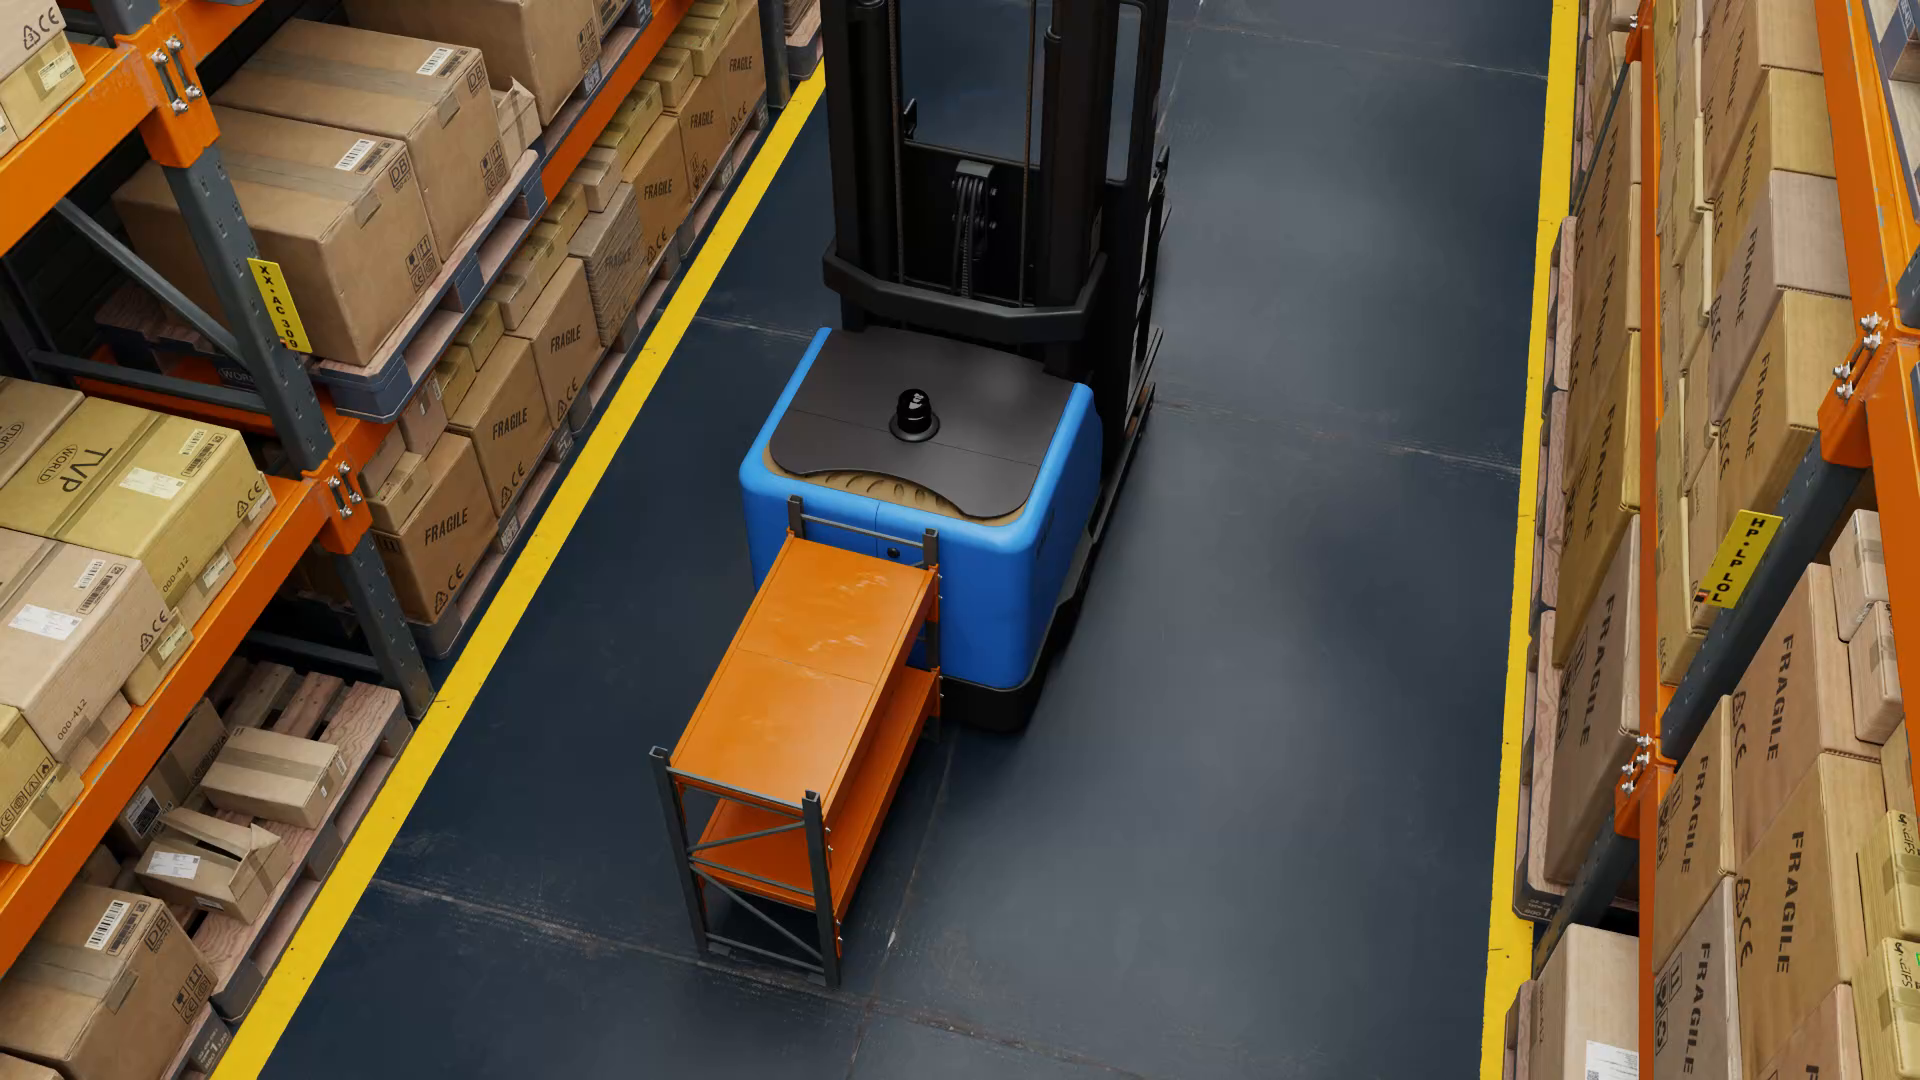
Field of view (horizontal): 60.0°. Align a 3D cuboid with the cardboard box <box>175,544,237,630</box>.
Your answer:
[{"bbox_3d":[-2.324,0.086,4.760,0.380,0.149,0.250,13,50,11],"label":"cardboard box"}]

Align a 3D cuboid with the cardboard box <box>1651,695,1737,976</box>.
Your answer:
[{"bbox_3d":[1.977,0.761,3.930,0.500,0.500,0.500,13,50,11],"label":"cardboard box"}]

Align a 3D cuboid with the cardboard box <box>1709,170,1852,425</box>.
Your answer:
[{"bbox_3d":[2.358,-0.606,4.470,0.500,0.500,0.500,12,50,11],"label":"cardboard box"}]

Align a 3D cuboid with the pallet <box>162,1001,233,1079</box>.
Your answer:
[{"bbox_3d":[-2.937,1.834,4.910,1.003,0.211,1.213,12,50,10],"label":"pallet"}]

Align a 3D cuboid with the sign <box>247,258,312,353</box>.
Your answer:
[{"bbox_3d":[-1.911,-0.656,4.669,0.100,0.325,0.005,12,50,10],"label":"sign"}]

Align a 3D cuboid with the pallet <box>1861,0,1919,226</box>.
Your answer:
[{"bbox_3d":[2.547,-1.096,3.762,0.805,0.209,1.217,10,49,9],"label":"pallet"}]

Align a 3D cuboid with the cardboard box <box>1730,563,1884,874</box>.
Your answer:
[{"bbox_3d":[1.994,0.439,3.547,0.500,0.500,0.500,12,50,10],"label":"cardboard box"}]

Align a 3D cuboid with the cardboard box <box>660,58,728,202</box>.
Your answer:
[{"bbox_3d":[-1.429,-1.967,7.792,0.500,0.500,0.500,11,49,9],"label":"cardboard box"}]

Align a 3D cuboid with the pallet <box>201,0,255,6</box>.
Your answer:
[{"bbox_3d":[-2.197,-1.859,4.433,1.213,0.211,1.003,12,50,10],"label":"pallet"}]

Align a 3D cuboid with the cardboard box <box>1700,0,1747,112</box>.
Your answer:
[{"bbox_3d":[2.768,-1.711,5.444,0.500,0.500,0.500,13,50,11],"label":"cardboard box"}]

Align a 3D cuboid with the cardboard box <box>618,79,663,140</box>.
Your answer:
[{"bbox_3d":[-1.536,-1.916,7.314,0.380,0.149,0.250,13,50,11],"label":"cardboard box"}]

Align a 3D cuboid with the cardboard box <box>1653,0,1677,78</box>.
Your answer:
[{"bbox_3d":[3.034,-2.033,6.563,0.500,0.250,0.500,11,49,9],"label":"cardboard box"}]

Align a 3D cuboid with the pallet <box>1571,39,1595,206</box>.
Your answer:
[{"bbox_3d":[3.613,-2.029,8.319,1.003,0.211,1.213,12,50,10],"label":"pallet"}]

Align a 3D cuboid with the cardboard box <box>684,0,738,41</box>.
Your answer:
[{"bbox_3d":[-1.269,-2.483,7.814,0.380,0.149,0.250,9,49,8],"label":"cardboard box"}]

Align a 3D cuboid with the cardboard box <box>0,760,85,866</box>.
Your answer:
[{"bbox_3d":[-2.505,0.653,4.259,0.380,0.149,0.250,11,49,9],"label":"cardboard box"}]

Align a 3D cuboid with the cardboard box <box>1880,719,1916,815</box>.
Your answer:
[{"bbox_3d":[1.941,0.487,3.073,0.380,0.149,0.250,11,49,10],"label":"cardboard box"}]

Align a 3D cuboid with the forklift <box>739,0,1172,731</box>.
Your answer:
[{"bbox_3d":[0.195,-1.417,5.964,1.130,2.935,3.031,14,50,12],"label":"forklift"}]

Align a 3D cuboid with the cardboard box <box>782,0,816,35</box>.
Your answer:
[{"bbox_3d":[-1.206,-3.166,8.766,0.875,0.625,0.625,13,50,11],"label":"cardboard box"}]

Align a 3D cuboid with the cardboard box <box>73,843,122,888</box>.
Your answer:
[{"bbox_3d":[-2.952,1.079,5.338,0.380,0.149,0.250,11,49,10],"label":"cardboard box"}]

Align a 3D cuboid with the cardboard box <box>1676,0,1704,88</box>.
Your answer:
[{"bbox_3d":[2.897,-1.811,6.034,0.500,0.250,0.500,13,50,11],"label":"cardboard box"}]

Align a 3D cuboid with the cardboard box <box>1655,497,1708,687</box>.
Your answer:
[{"bbox_3d":[2.228,0.182,4.608,0.500,0.250,0.500,10,49,9],"label":"cardboard box"}]

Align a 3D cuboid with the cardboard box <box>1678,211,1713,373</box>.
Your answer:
[{"bbox_3d":[2.490,-0.715,5.066,0.500,0.250,0.500,13,50,11],"label":"cardboard box"}]

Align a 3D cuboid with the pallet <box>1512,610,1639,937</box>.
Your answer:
[{"bbox_3d":[2.484,0.856,5.773,1.003,0.211,1.213,12,50,10],"label":"pallet"}]

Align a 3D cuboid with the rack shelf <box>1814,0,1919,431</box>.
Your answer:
[{"bbox_3d":[2.880,-1.695,4.643,1.077,0.370,4.000,12,50,10],"label":"rack shelf"}]

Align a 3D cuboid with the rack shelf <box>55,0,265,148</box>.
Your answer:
[{"bbox_3d":[-1.910,-2.672,5.505,1.077,0.370,4.000,12,50,10],"label":"rack shelf"}]

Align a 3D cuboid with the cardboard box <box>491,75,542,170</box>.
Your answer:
[{"bbox_3d":[-1.701,-1.494,5.797,0.396,0.266,0.258,14,50,12],"label":"cardboard box"}]

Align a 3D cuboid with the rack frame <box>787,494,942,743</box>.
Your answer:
[{"bbox_3d":[-0.309,0.294,5.659,0.500,1.125,0.032,14,50,12],"label":"rack frame"}]

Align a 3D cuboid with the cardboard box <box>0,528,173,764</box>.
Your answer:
[{"bbox_3d":[-2.453,0.262,4.338,0.500,0.250,0.500,12,50,10],"label":"cardboard box"}]

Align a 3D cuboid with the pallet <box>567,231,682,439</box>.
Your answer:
[{"bbox_3d":[-1.940,-1.029,7.436,1.003,0.211,1.213,12,50,10],"label":"pallet"}]

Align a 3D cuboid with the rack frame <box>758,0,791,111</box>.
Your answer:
[{"bbox_3d":[-1.384,-3.364,7.637,1.000,3.000,0.127,12,50,10],"label":"rack frame"}]

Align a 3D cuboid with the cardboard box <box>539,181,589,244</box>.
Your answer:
[{"bbox_3d":[-1.759,-1.362,6.825,0.380,0.149,0.250,12,50,10],"label":"cardboard box"}]

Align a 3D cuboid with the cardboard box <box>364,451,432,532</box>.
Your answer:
[{"bbox_3d":[-2.085,-0.204,5.803,0.380,0.149,0.250,14,50,12],"label":"cardboard box"}]

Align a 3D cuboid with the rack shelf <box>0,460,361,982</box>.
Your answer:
[{"bbox_3d":[-2.963,1.214,4.077,1.077,0.370,4.000,12,50,10],"label":"rack shelf"}]

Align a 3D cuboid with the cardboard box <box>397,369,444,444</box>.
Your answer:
[{"bbox_3d":[-2.063,-0.500,5.865,0.380,0.149,0.250,9,49,8],"label":"cardboard box"}]

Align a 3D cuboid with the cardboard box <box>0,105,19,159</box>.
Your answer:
[{"bbox_3d":[-2.314,-0.885,3.616,0.380,0.149,0.250,11,50,10],"label":"cardboard box"}]

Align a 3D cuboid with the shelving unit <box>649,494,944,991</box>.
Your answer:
[{"bbox_3d":[-0.467,0.656,5.340,0.538,1.125,1.048,14,50,12],"label":"shelving unit"}]

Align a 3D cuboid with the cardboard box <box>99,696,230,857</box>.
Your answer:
[{"bbox_3d":[-2.838,0.711,5.554,0.500,0.311,0.500,13,50,11],"label":"cardboard box"}]

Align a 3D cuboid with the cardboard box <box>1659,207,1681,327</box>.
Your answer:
[{"bbox_3d":[2.646,-0.922,5.582,0.500,0.250,0.500,12,50,10],"label":"cardboard box"}]

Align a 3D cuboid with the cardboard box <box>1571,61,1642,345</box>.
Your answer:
[{"bbox_3d":[3.144,-1.340,6.988,0.875,0.875,0.875,11,50,10],"label":"cardboard box"}]

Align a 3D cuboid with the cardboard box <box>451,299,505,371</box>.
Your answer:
[{"bbox_3d":[-1.971,-0.808,6.336,0.380,0.149,0.250,11,49,9],"label":"cardboard box"}]

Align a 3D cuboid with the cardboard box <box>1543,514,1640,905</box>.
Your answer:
[{"bbox_3d":[2.439,0.606,5.270,0.875,0.875,0.875,13,50,11],"label":"cardboard box"}]

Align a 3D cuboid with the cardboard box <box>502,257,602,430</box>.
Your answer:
[{"bbox_3d":[-1.826,-0.835,6.792,0.500,0.500,0.500,10,49,9],"label":"cardboard box"}]
